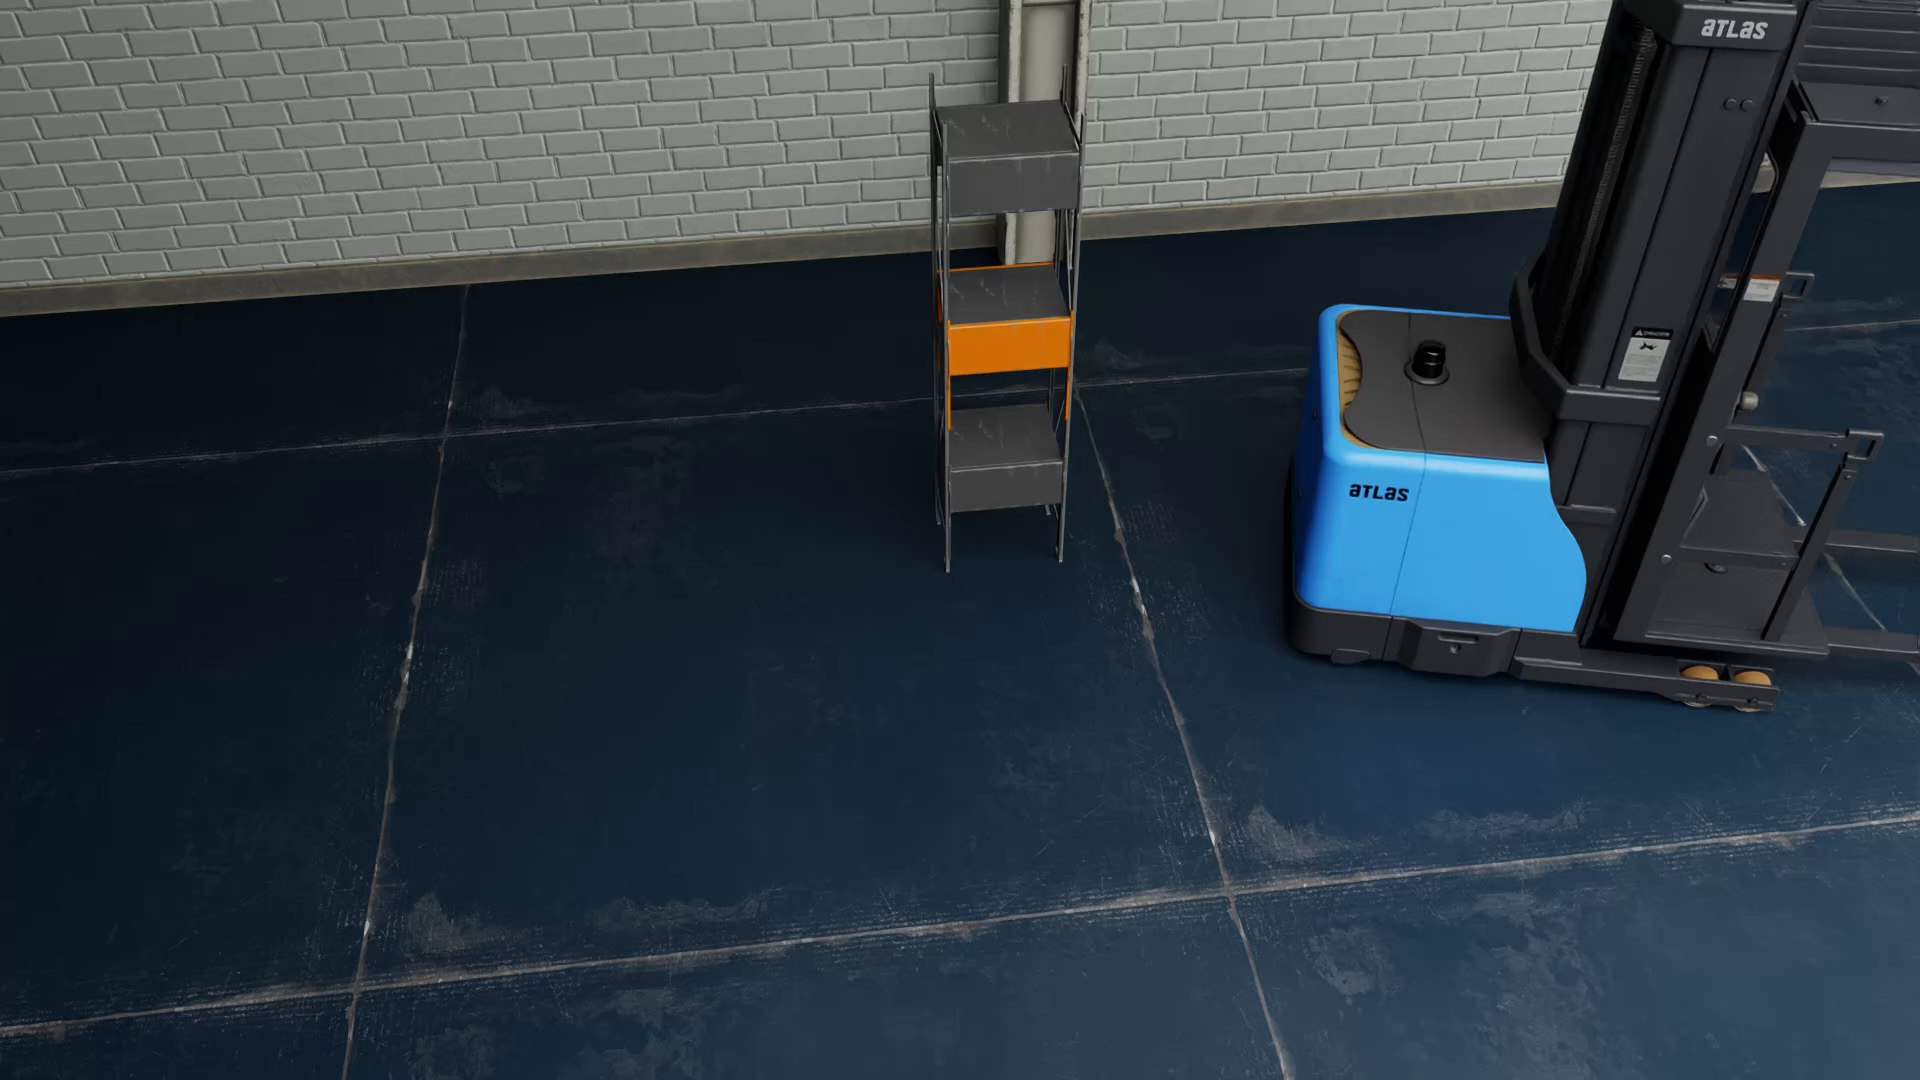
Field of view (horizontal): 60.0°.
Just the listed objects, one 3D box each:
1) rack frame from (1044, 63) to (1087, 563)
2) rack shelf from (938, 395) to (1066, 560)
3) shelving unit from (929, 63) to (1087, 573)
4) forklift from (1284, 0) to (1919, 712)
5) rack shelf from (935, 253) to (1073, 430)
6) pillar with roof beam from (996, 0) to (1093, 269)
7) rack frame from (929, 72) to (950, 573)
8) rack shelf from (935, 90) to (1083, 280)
[{"bbox_3d":[0.406,-0.815,6.586,0.015,2.100,0.400,-5,42,-6],"label":"rack frame"},{"bbox_3d":[0.164,-0.264,7.041,0.480,0.518,0.431,-5,42,-6],"label":"rack shelf"},{"bbox_3d":[0.164,-0.794,6.563,0.503,2.100,0.431,-5,42,-6],"label":"shelving unit"},{"bbox_3d":[2.873,-0.798,5.947,3.031,2.935,1.130,5,42,6],"label":"forklift"},{"bbox_3d":[0.164,-0.784,6.572,0.480,0.518,0.431,-5,42,-6],"label":"rack shelf"},{"bbox_3d":[0.968,-2.013,2.763,0.400,9.000,9.100,-5,42,-6],"label":"pillar with roof beam"},{"bbox_3d":[-0.078,-0.773,6.539,0.015,2.100,0.400,-5,42,-6],"label":"rack frame"},{"bbox_3d":[0.164,-1.304,6.103,0.480,0.518,0.431,-5,42,-6],"label":"rack shelf"}]
